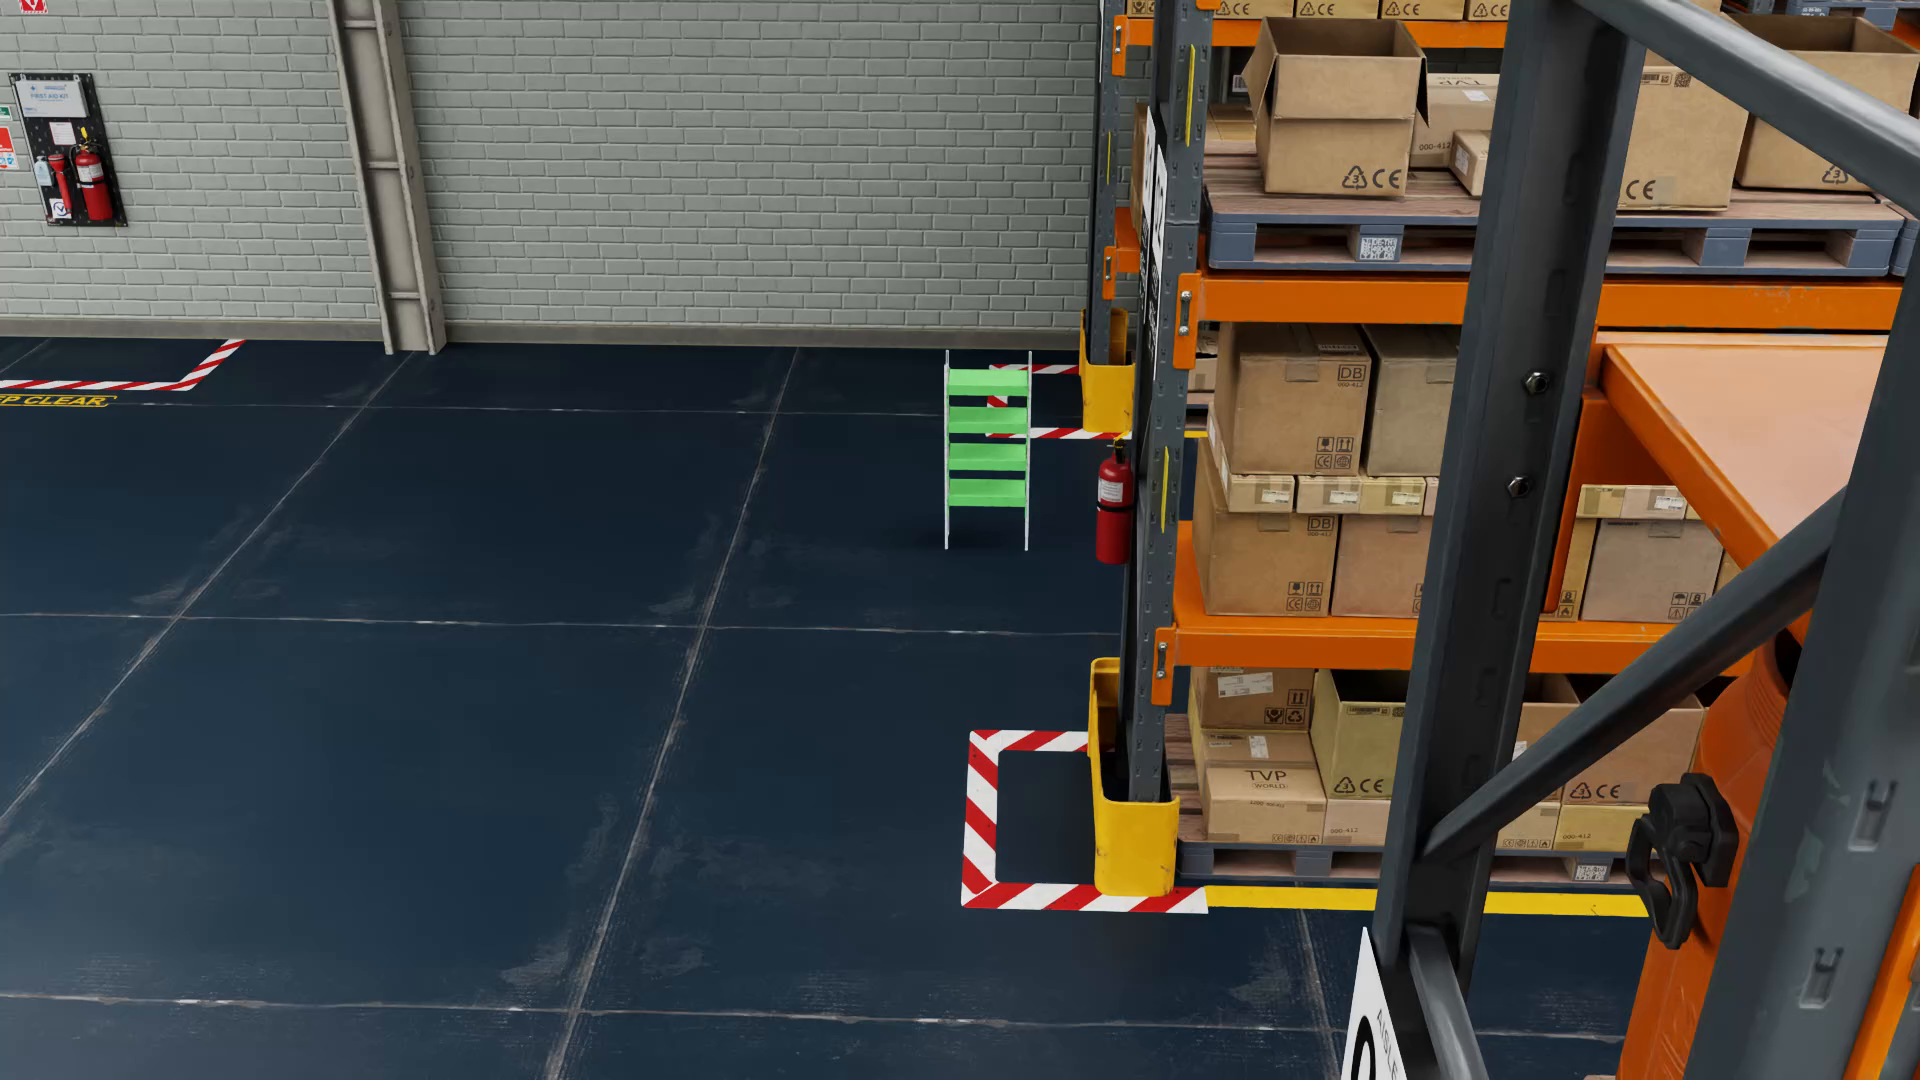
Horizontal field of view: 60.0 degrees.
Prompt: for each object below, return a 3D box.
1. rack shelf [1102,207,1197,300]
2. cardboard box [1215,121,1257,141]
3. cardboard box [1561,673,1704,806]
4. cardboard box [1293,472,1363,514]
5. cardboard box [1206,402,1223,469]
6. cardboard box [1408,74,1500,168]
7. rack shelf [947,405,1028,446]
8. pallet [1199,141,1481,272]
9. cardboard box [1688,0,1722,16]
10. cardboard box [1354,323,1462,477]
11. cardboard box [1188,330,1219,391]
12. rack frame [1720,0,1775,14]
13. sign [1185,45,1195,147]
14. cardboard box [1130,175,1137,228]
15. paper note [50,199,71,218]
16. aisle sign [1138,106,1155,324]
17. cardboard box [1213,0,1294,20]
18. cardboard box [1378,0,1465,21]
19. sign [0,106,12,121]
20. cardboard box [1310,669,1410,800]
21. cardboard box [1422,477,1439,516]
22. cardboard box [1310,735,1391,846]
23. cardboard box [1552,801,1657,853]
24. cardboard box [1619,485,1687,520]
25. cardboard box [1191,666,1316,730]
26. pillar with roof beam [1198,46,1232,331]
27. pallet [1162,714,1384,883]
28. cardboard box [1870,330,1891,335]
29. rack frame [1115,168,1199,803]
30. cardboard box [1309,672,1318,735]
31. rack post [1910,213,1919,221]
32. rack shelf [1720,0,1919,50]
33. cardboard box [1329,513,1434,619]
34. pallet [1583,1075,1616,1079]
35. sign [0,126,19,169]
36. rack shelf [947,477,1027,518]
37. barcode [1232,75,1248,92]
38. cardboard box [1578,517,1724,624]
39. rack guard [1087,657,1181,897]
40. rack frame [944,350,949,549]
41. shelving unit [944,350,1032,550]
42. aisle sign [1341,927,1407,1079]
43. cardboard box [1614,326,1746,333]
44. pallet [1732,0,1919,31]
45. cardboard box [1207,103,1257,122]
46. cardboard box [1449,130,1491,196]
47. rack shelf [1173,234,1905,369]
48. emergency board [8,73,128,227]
[{"bbox_3d":[2.983,-2.002,11.593,4.000,0.370,1.077,1,28,2],"label":"rack shelf"},{"bbox_3d":[1.944,-2.466,11.037,0.500,0.500,0.500,1,28,2],"label":"cardboard box"},{"bbox_3d":[2.840,0.802,7.220,0.500,0.500,0.500,1,28,2],"label":"cardboard box"},{"bbox_3d":[1.462,-0.255,6.729,0.250,0.149,0.380,0,28,0],"label":"cardboard box"},{"bbox_3d":[1.202,-0.448,7.094,0.250,0.149,0.380,0,28,1],"label":"cardboard box"},{"bbox_3d":[1.973,-1.645,6.511,0.500,0.250,0.500,1,28,2],"label":"cardboard box"},{"bbox_3d":[0.165,-0.683,9.881,0.480,0.148,0.258,1,28,2],"label":"rack shelf"},{"bbox_3d":[1.519,-1.297,6.386,1.213,0.211,1.003,1,28,2],"label":"pallet"},{"bbox_3d":[4.466,-3.558,10.429,0.500,0.500,0.500,2,28,3],"label":"cardboard box"},{"bbox_3d":[1.858,-0.631,6.746,0.500,0.500,0.700,0,28,0],"label":"cardboard box"},{"bbox_3d":[1.673,-1.306,11.912,0.500,0.311,0.500,-2,28,-4],"label":"cardboard box"},{"bbox_3d":[4.982,-2.287,11.362,0.127,3.000,1.000,1,28,2],"label":"rack frame"},{"bbox_3d":[0.788,-1.521,5.697,0.005,0.325,0.100,1,28,2],"label":"sign"},{"bbox_3d":[1.458,-2.379,11.674,0.500,0.250,0.500,1,28,3],"label":"cardboard box"},{"bbox_3d":[-6.925,-2.551,12.799,0.142,0.148,0.016,1,28,2],"label":"paper note"},{"bbox_3d":[0.758,-1.322,6.765,0.004,0.787,0.394,1,28,2],"label":"aisle sign"},{"bbox_3d":[1.845,-3.583,10.477,0.500,0.500,0.500,3,28,5],"label":"cardboard box"},{"bbox_3d":[2.900,-3.578,10.466,0.500,0.500,0.500,3,28,5],"label":"cardboard box"},{"bbox_3d":[-7.295,-3.208,12.494,0.331,0.109,0.001,1,28,2],"label":"sign"},{"bbox_3d":[1.841,0.784,7.256,0.500,0.500,0.500,1,28,2],"label":"cardboard box"},{"bbox_3d":[1.963,-0.245,6.710,0.250,0.149,0.380,1,28,1],"label":"cardboard box"},{"bbox_3d":[1.841,1.114,7.433,0.500,0.250,0.500,1,28,2],"label":"cardboard box"},{"bbox_3d":[2.840,1.133,7.397,0.500,0.250,0.500,1,28,2],"label":"cardboard box"},{"bbox_3d":[2.734,-0.232,6.686,0.250,0.149,0.380,1,28,2],"label":"cardboard box"},{"bbox_3d":[1.360,0.533,7.729,0.500,0.500,0.500,1,28,2],"label":"cardboard box"},{"bbox_3d":[1.563,-3.382,7.022,0.400,9.000,9.100,1,28,2],"label":"pillar with roof beam"},{"bbox_3d":[1.579,1.190,7.779,1.213,0.211,1.003,1,28,2],"label":"pallet"},{"bbox_3d":[3.862,-0.598,6.683,0.500,0.500,0.700,1,28,2],"label":"cardboard box"},{"bbox_3d":[0.813,-0.035,7.113,0.127,3.000,1.000,1,28,2],"label":"rack frame"},{"bbox_3d":[1.860,0.868,7.897,0.500,0.250,0.500,1,28,2],"label":"cardboard box"},{"bbox_3d":[1.386,-0.074,1.315,0.954,0.300,0.937,4,28,7],"label":"rack post"},{"bbox_3d":[6.981,-3.262,10.766,4.000,0.370,1.077,1,28,2],"label":"rack shelf"},{"bbox_3d":[1.804,-0.059,7.051,0.500,0.500,0.700,2,28,3],"label":"cardboard box"},{"bbox_3d":[1.458,1.102,1.968,1.213,0.211,1.003,1,28,2],"label":"pallet"},{"bbox_3d":[-7.299,-2.978,12.626,0.234,0.329,0.001,1,28,2],"label":"sign"},{"bbox_3d":[0.165,-0.259,10.106,0.480,0.148,0.258,1,28,2],"label":"rack shelf"},{"bbox_3d":[1.132,-1.837,6.691,0.075,0.075,0.001,1,28,2],"label":"barcode"},{"bbox_3d":[2.827,-0.041,7.017,0.500,0.500,0.700,2,28,3],"label":"cardboard box"},{"bbox_3d":[0.789,1.069,7.699,0.348,0.500,1.175,1,28,2],"label":"rack guard"},{"bbox_3d":[-0.078,-0.531,9.971,0.015,1.200,0.240,1,28,2],"label":"rack frame"},{"bbox_3d":[0.165,-0.527,9.964,0.503,1.200,0.258,1,28,2],"label":"shelving unit"},{"bbox_3d":[0.573,0.995,2.395,0.004,0.787,0.394,1,28,2],"label":"aisle sign"},{"bbox_3d":[2.862,-0.615,6.716,0.500,0.500,0.700,1,28,2],"label":"cardboard box"},{"bbox_3d":[5.595,-3.469,10.590,1.003,0.211,1.213,1,28,2],"label":"pallet"},{"bbox_3d":[1.966,-2.706,11.490,0.500,0.500,0.500,1,28,2],"label":"cardboard box"},{"bbox_3d":[1.983,-1.394,6.145,0.250,0.149,0.380,1,28,2],"label":"cardboard box"},{"bbox_3d":[2.812,-1.009,6.516,4.000,0.370,1.077,1,28,2],"label":"rack shelf"},{"bbox_3d":[-6.750,-2.905,12.527,0.643,1.169,0.194,1,28,2],"label":"emergency board"}]
